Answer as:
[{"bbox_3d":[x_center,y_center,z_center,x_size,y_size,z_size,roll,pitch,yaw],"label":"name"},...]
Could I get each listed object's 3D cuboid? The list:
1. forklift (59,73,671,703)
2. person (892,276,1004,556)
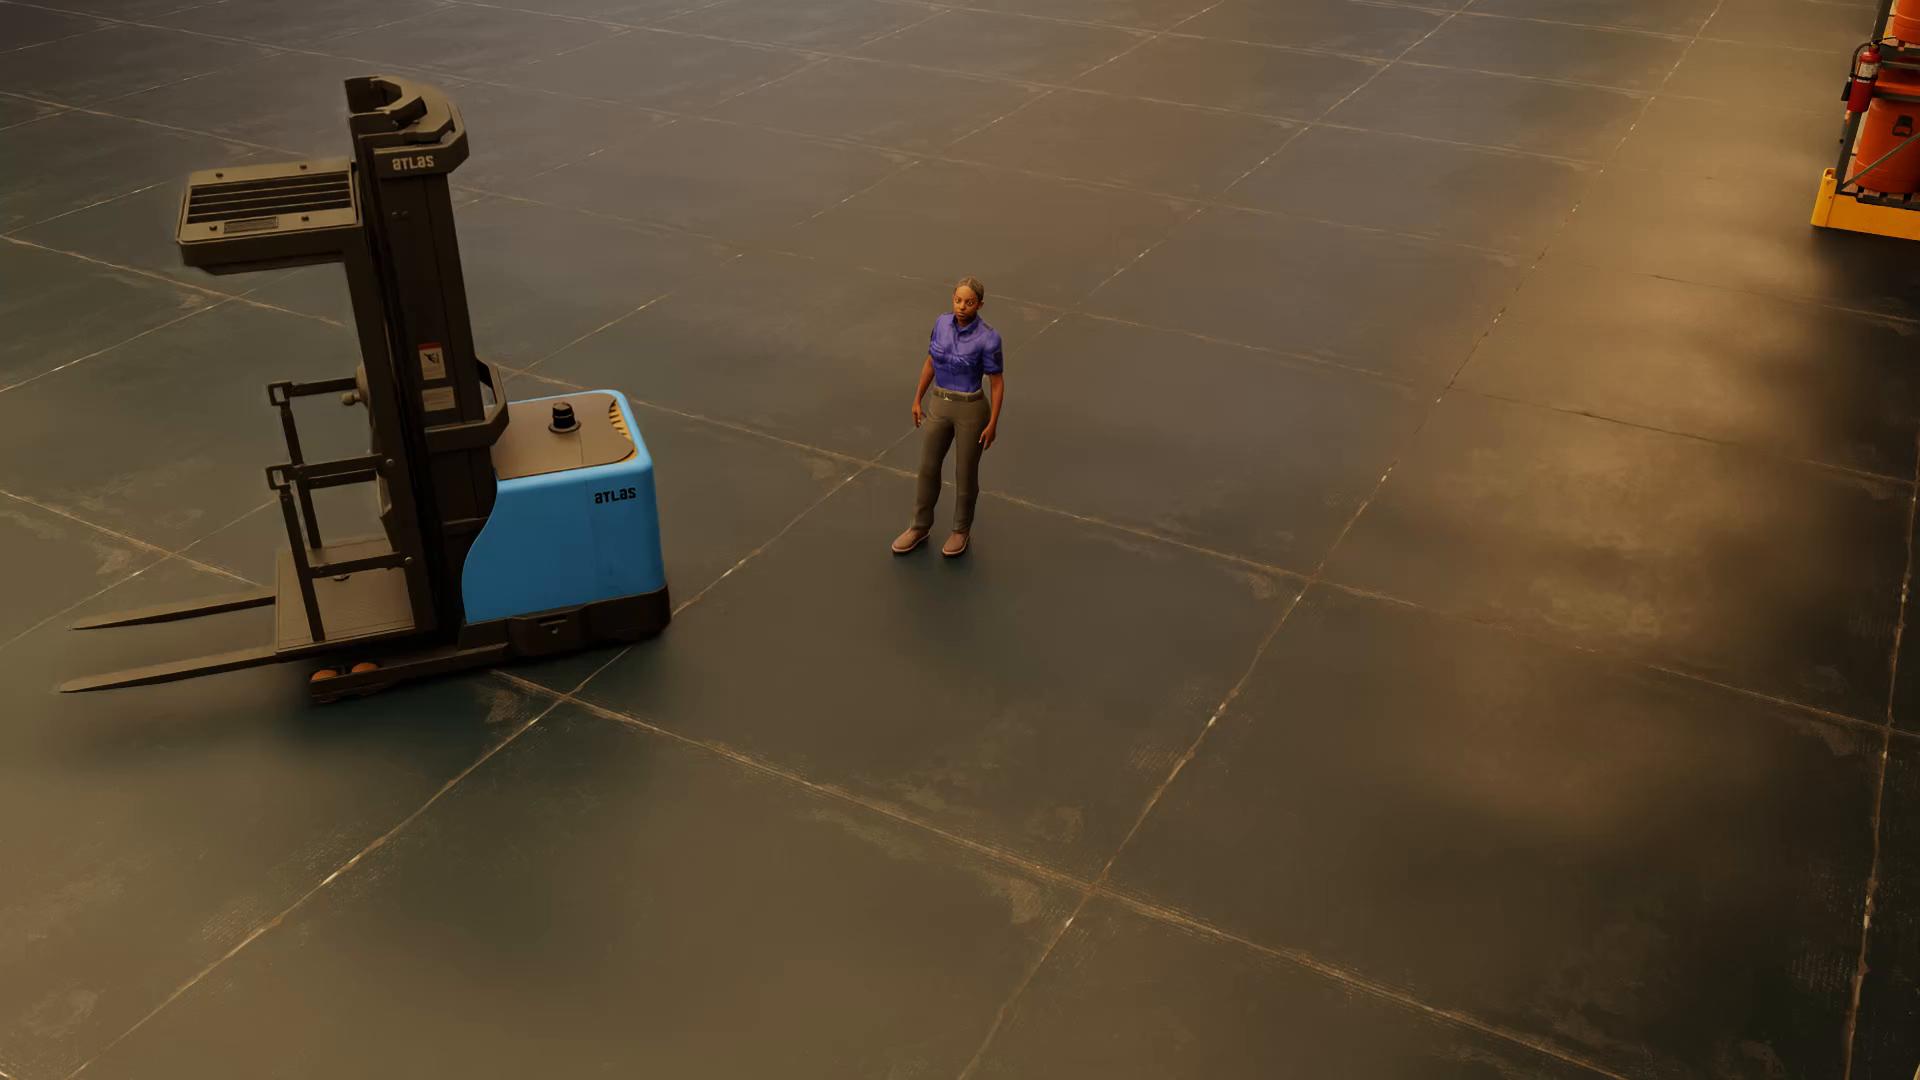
[{"bbox_3d":[-3.154,-0.731,8.336,3.031,2.935,1.130,-10,31,-17],"label":"forklift"},{"bbox_3d":[-0.059,-0.689,9.528,0.570,1.654,0.504,15,33,25],"label":"person"}]
